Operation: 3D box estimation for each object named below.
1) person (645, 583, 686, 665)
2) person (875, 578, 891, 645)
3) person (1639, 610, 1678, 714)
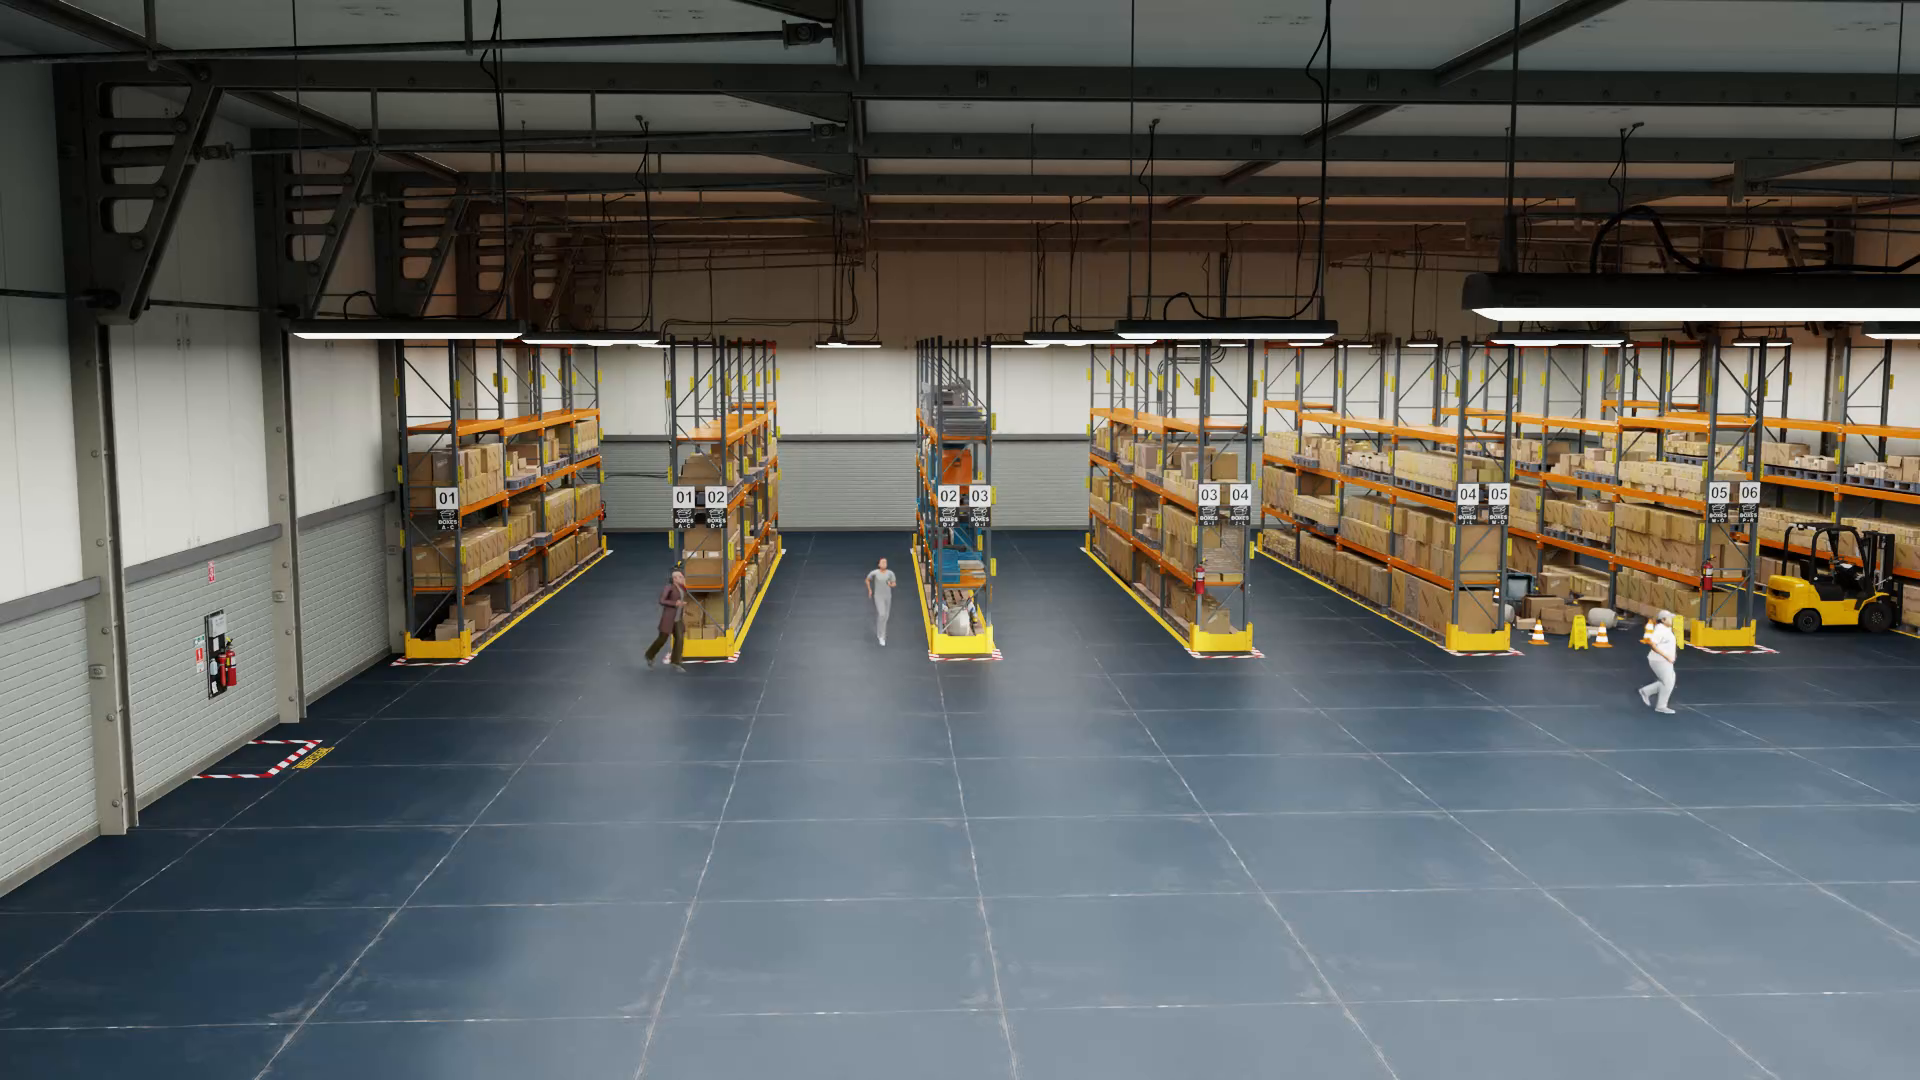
[{"bbox_3d":[-5.202,1.491,29.989,0.807,1.465,0.715,5,8,35],"label":"person"},{"bbox_3d":[-1.540,1.383,32.758,0.354,1.311,0.699,-3,7,-23],"label":"person"},{"bbox_3d":[11.095,1.922,26.408,0.563,1.636,0.595,4,8,34],"label":"person"}]
